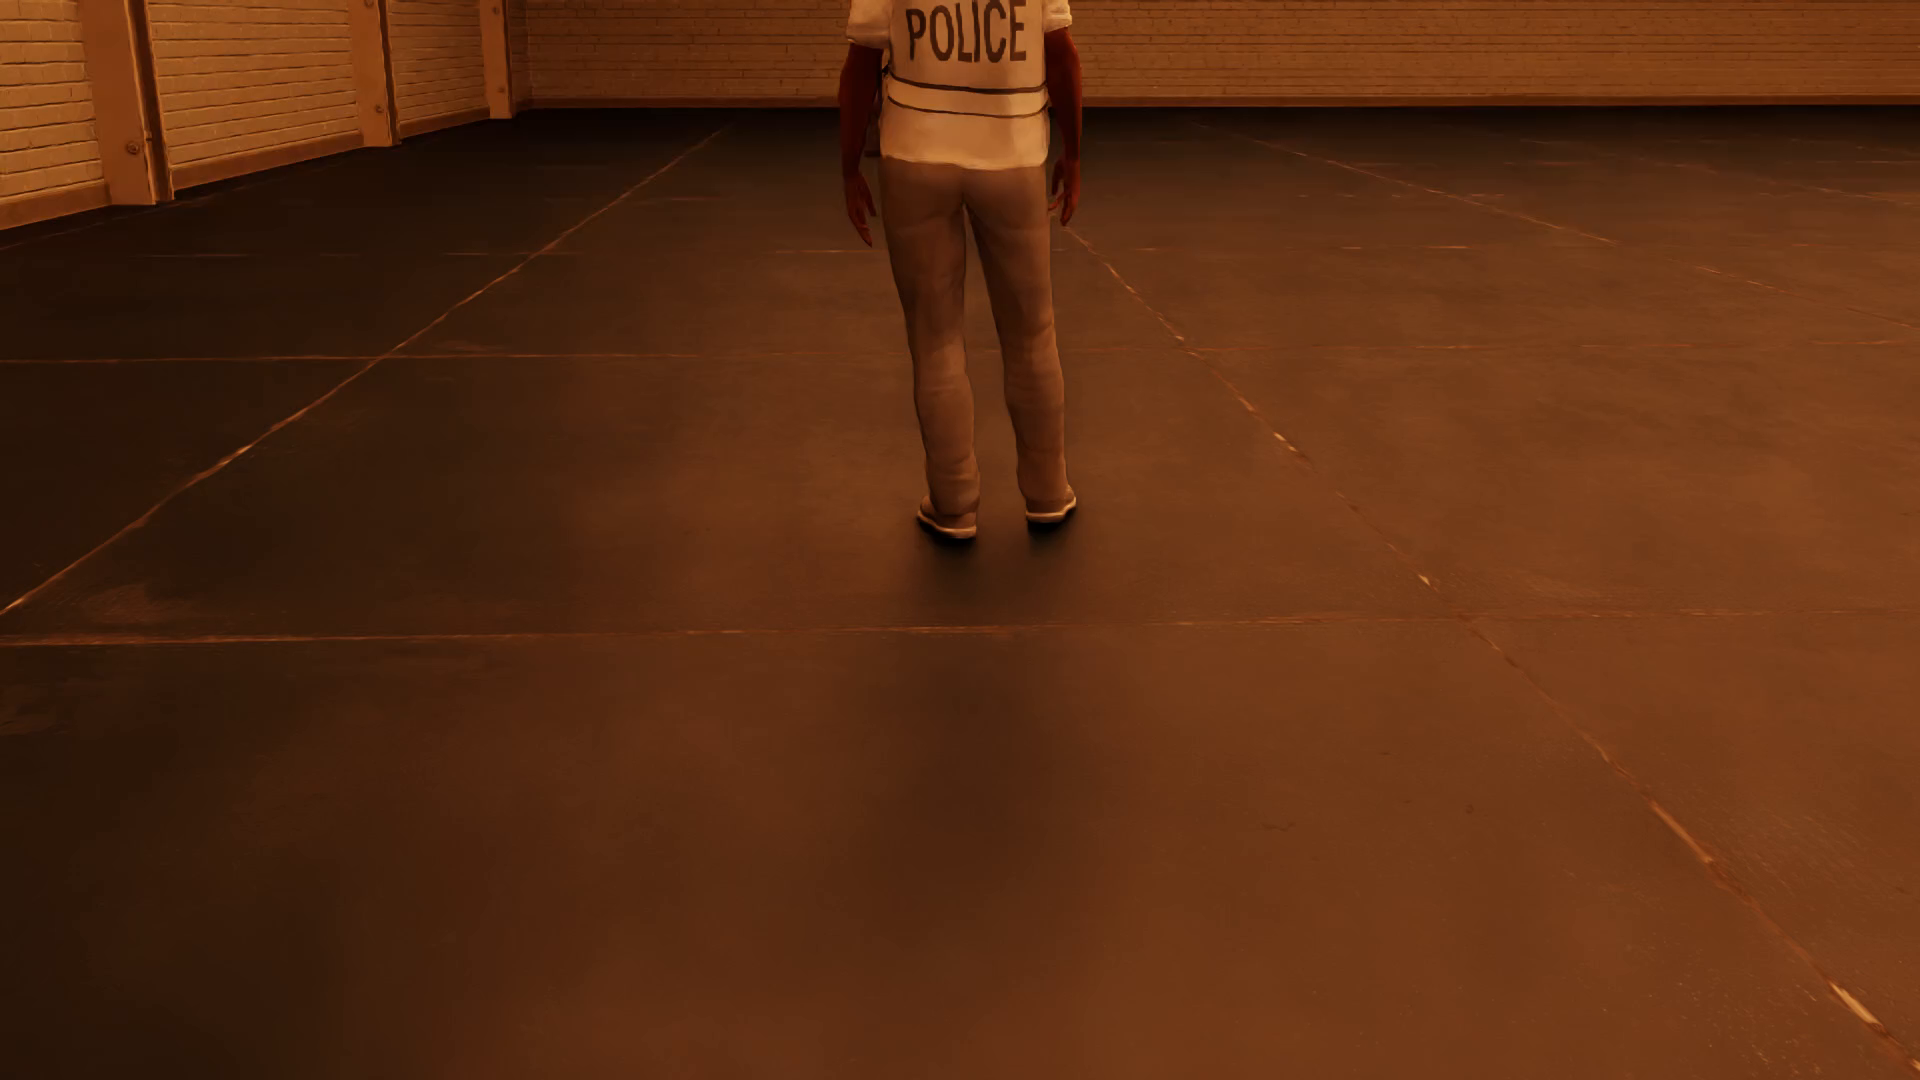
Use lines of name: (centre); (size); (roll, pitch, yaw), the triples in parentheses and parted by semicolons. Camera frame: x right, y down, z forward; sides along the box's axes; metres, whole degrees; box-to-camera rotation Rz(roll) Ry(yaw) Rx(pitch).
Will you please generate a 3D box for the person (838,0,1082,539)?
person: (0.016, -0.839, 3.740); (0.569, 1.695, 0.530); (-1, 17, -3)
